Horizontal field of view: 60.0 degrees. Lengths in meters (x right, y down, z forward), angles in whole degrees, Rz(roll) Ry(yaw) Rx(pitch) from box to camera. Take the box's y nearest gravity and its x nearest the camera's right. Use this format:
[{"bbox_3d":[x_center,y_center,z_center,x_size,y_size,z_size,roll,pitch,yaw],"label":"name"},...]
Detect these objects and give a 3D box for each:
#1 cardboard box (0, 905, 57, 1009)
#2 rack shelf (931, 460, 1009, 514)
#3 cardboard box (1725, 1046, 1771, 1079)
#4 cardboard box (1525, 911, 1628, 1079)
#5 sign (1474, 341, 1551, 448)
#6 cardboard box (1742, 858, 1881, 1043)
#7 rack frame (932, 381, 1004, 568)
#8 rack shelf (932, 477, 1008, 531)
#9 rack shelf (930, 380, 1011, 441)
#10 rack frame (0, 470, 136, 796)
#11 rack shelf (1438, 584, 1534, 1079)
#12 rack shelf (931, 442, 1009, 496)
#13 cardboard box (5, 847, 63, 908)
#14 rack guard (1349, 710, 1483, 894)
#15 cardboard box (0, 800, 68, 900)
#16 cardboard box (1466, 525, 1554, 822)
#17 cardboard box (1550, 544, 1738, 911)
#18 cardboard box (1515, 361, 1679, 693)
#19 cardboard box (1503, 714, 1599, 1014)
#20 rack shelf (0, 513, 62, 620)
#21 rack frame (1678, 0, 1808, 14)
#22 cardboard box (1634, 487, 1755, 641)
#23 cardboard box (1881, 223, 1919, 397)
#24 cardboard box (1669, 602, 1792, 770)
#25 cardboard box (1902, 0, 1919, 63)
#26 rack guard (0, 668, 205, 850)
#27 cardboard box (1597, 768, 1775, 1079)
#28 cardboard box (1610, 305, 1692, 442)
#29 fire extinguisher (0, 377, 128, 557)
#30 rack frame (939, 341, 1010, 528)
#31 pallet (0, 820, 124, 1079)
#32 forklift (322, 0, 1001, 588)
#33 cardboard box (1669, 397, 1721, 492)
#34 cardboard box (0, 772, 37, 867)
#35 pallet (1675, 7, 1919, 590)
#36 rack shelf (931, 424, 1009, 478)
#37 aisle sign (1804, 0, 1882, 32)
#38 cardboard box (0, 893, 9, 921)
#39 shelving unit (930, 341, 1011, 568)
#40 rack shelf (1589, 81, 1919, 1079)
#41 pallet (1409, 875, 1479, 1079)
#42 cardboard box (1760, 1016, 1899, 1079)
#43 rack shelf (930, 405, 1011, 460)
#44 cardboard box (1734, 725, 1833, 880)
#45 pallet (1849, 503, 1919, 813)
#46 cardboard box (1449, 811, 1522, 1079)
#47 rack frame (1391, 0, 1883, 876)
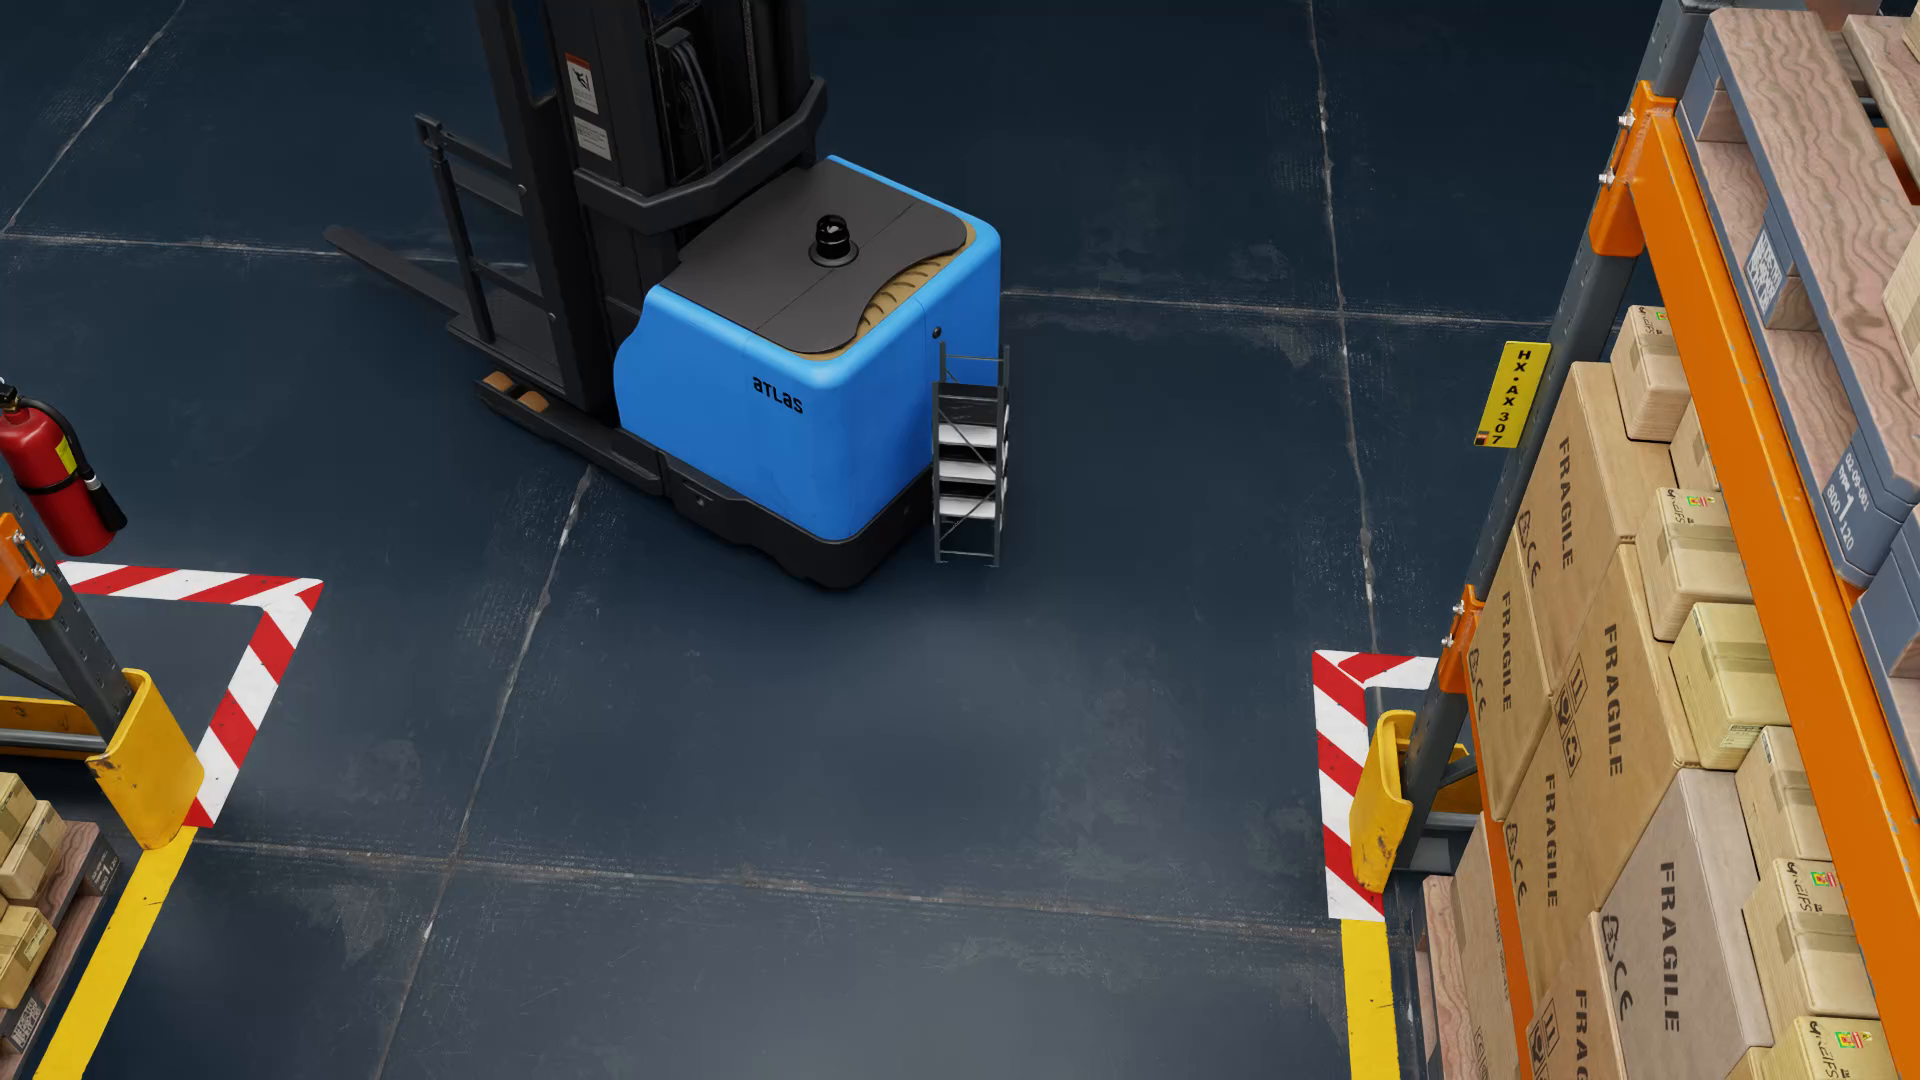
[{"bbox_3d":[-2.861,1.183,4.783,0.380,0.149,0.250,5,48,5],"label":"cardboard box"},{"bbox_3d":[0.038,-0.203,5.993,0.258,0.077,0.200,5,48,5],"label":"rack shelf"},{"bbox_3d":[1.389,1.112,2.454,0.500,0.500,0.500,4,48,4],"label":"cardboard box"},{"bbox_3d":[1.428,1.070,3.171,0.500,0.500,0.500,4,48,3],"label":"cardboard box"},{"bbox_3d":[1.288,-0.336,3.884,0.100,0.325,0.005,4,48,4],"label":"sign"},{"bbox_3d":[1.399,0.629,2.457,0.380,0.149,0.250,4,48,4],"label":"cardboard box"},{"bbox_3d":[0.026,-0.212,5.834,0.240,0.900,0.006,5,48,5],"label":"rack frame"},{"bbox_3d":[0.038,-0.142,6.059,0.258,0.077,0.200,5,48,5],"label":"rack shelf"},{"bbox_3d":[0.038,-0.446,5.727,0.258,0.077,0.200,5,48,5],"label":"rack shelf"},{"bbox_3d":[-3.098,-0.234,4.431,1.000,3.000,0.127,4,48,4],"label":"rack frame"},{"bbox_3d":[1.658,1.737,3.116,1.077,0.370,4.000,4,48,4],"label":"rack shelf"},{"bbox_3d":[0.038,-0.264,5.927,0.258,0.077,0.200,5,48,5],"label":"rack shelf"},{"bbox_3d":[-2.939,0.987,4.962,0.380,0.149,0.250,5,48,4],"label":"cardboard box"},{"bbox_3d":[1.842,0.850,5.133,1.175,0.500,0.348,4,48,4],"label":"rack guard"},{"bbox_3d":[-2.862,0.893,4.846,0.380,0.149,0.250,3,48,2],"label":"cardboard box"},{"bbox_3d":[1.511,0.324,3.853,0.500,0.500,0.500,4,48,3],"label":"cardboard box"},{"bbox_3d":[1.473,0.367,3.136,0.500,0.500,0.500,3,48,2],"label":"cardboard box"},{"bbox_3d":[1.513,-0.013,3.484,0.500,0.500,0.500,3,48,3],"label":"cardboard box"},{"bbox_3d":[1.492,0.698,3.511,0.500,0.500,0.500,3,48,3],"label":"cardboard box"},{"bbox_3d":[-3.281,1.478,3.353,1.077,0.370,4.000,4,48,4],"label":"rack shelf"},{"bbox_3d":[1.840,-2.000,1.981,1.000,3.000,0.127,4,48,4],"label":"rack frame"},{"bbox_3d":[1.441,0.057,2.980,0.380,0.149,0.250,5,48,5],"label":"cardboard box"},{"bbox_3d":[1.512,-0.294,2.272,0.380,0.149,0.250,5,48,5],"label":"cardboard box"},{"bbox_3d":[1.435,0.252,2.802,0.380,0.149,0.250,2,48,2],"label":"cardboard box"},{"bbox_3d":[1.889,-0.776,2.643,0.500,0.250,0.500,0,48,0],"label":"cardboard box"},{"bbox_3d":[-3.105,0.665,5.303,1.175,0.500,0.348,4,48,4],"label":"rack guard"},{"bbox_3d":[1.434,0.746,2.790,0.500,0.500,0.500,4,48,3],"label":"cardboard box"},{"bbox_3d":[1.532,-0.323,3.328,0.380,0.149,0.250,5,48,4],"label":"cardboard box"},{"bbox_3d":[-2.616,-0.236,4.738,0.296,0.674,0.183,4,48,4],"label":"fire extinguisher"},{"bbox_3d":[0.050,-0.361,5.970,0.240,0.900,0.006,5,48,5],"label":"rack frame"},{"bbox_3d":[-3.215,1.357,4.865,1.003,0.211,1.213,4,48,4],"label":"pallet"},{"bbox_3d":[-1.331,-1.705,5.823,3.031,2.935,1.130,28,54,23],"label":"forklift"},{"bbox_3d":[1.579,-0.126,3.148,0.380,0.149,0.250,5,48,4],"label":"cardboard box"},{"bbox_3d":[-2.894,0.792,4.737,0.380,0.149,0.250,4,48,4],"label":"cardboard box"},{"bbox_3d":[1.783,-0.412,2.621,1.003,0.211,1.213,4,48,4],"label":"pallet"},{"bbox_3d":[0.038,-0.325,5.860,0.258,0.077,0.200,5,48,5],"label":"rack shelf"},{"bbox_3d":[1.558,-0.925,3.302,0.394,0.787,0.004,4,48,4],"label":"aisle sign"},{"bbox_3d":[-2.940,1.081,4.674,0.380,0.149,0.250,3,48,3],"label":"cardboard box"},{"bbox_3d":[0.038,-0.286,5.902,0.258,0.900,0.210,5,48,5],"label":"shelving unit"},{"bbox_3d":[1.658,0.725,2.009,1.077,0.370,4.000,4,48,4],"label":"rack shelf"},{"bbox_3d":[1.845,1.558,4.682,1.003,0.211,1.213,4,48,4],"label":"pallet"},{"bbox_3d":[1.349,0.813,2.288,0.380,0.149,0.250,3,48,3],"label":"cardboard box"},{"bbox_3d":[0.038,-0.385,5.794,0.258,0.077,0.200,5,48,5],"label":"rack shelf"},{"bbox_3d":[1.464,0.448,2.622,0.380,0.149,0.250,4,48,4],"label":"cardboard box"},{"bbox_3d":[1.674,0.487,1.799,1.003,0.211,1.213,4,48,4],"label":"pallet"},{"bbox_3d":[1.880,1.239,4.536,0.875,0.438,0.875,2,48,2],"label":"cardboard box"},{"bbox_3d":[1.840,0.024,4.195,1.000,3.000,0.127,4,48,4],"label":"rack frame"}]
